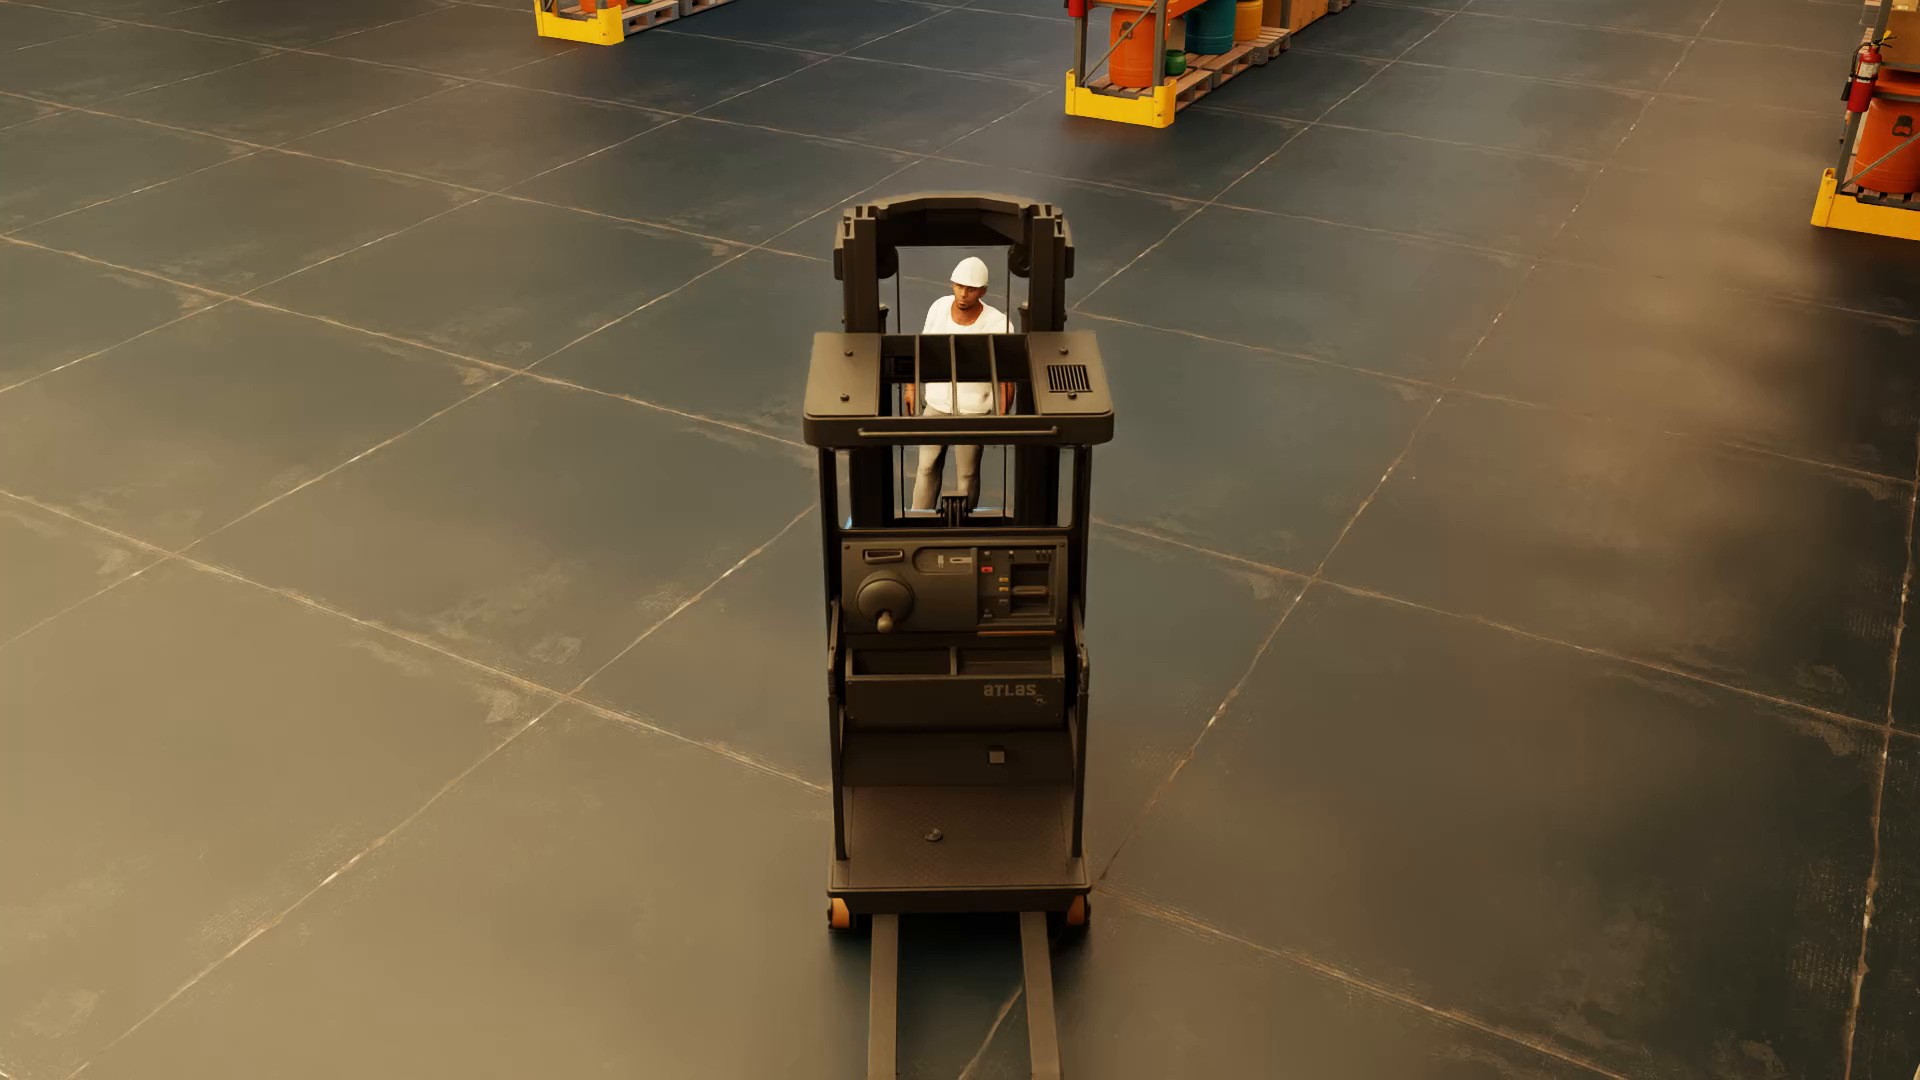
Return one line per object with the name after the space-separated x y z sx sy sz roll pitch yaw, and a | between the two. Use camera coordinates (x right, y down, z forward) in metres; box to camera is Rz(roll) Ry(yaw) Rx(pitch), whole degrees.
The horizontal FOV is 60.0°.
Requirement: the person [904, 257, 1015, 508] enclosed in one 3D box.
-0.039 -0.742 9.508 0.665 1.766 0.576 15 33 25 | person

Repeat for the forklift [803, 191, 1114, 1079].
-0.013 0.234 6.666 1.130 2.935 3.031 -1 30 -1 | forklift
